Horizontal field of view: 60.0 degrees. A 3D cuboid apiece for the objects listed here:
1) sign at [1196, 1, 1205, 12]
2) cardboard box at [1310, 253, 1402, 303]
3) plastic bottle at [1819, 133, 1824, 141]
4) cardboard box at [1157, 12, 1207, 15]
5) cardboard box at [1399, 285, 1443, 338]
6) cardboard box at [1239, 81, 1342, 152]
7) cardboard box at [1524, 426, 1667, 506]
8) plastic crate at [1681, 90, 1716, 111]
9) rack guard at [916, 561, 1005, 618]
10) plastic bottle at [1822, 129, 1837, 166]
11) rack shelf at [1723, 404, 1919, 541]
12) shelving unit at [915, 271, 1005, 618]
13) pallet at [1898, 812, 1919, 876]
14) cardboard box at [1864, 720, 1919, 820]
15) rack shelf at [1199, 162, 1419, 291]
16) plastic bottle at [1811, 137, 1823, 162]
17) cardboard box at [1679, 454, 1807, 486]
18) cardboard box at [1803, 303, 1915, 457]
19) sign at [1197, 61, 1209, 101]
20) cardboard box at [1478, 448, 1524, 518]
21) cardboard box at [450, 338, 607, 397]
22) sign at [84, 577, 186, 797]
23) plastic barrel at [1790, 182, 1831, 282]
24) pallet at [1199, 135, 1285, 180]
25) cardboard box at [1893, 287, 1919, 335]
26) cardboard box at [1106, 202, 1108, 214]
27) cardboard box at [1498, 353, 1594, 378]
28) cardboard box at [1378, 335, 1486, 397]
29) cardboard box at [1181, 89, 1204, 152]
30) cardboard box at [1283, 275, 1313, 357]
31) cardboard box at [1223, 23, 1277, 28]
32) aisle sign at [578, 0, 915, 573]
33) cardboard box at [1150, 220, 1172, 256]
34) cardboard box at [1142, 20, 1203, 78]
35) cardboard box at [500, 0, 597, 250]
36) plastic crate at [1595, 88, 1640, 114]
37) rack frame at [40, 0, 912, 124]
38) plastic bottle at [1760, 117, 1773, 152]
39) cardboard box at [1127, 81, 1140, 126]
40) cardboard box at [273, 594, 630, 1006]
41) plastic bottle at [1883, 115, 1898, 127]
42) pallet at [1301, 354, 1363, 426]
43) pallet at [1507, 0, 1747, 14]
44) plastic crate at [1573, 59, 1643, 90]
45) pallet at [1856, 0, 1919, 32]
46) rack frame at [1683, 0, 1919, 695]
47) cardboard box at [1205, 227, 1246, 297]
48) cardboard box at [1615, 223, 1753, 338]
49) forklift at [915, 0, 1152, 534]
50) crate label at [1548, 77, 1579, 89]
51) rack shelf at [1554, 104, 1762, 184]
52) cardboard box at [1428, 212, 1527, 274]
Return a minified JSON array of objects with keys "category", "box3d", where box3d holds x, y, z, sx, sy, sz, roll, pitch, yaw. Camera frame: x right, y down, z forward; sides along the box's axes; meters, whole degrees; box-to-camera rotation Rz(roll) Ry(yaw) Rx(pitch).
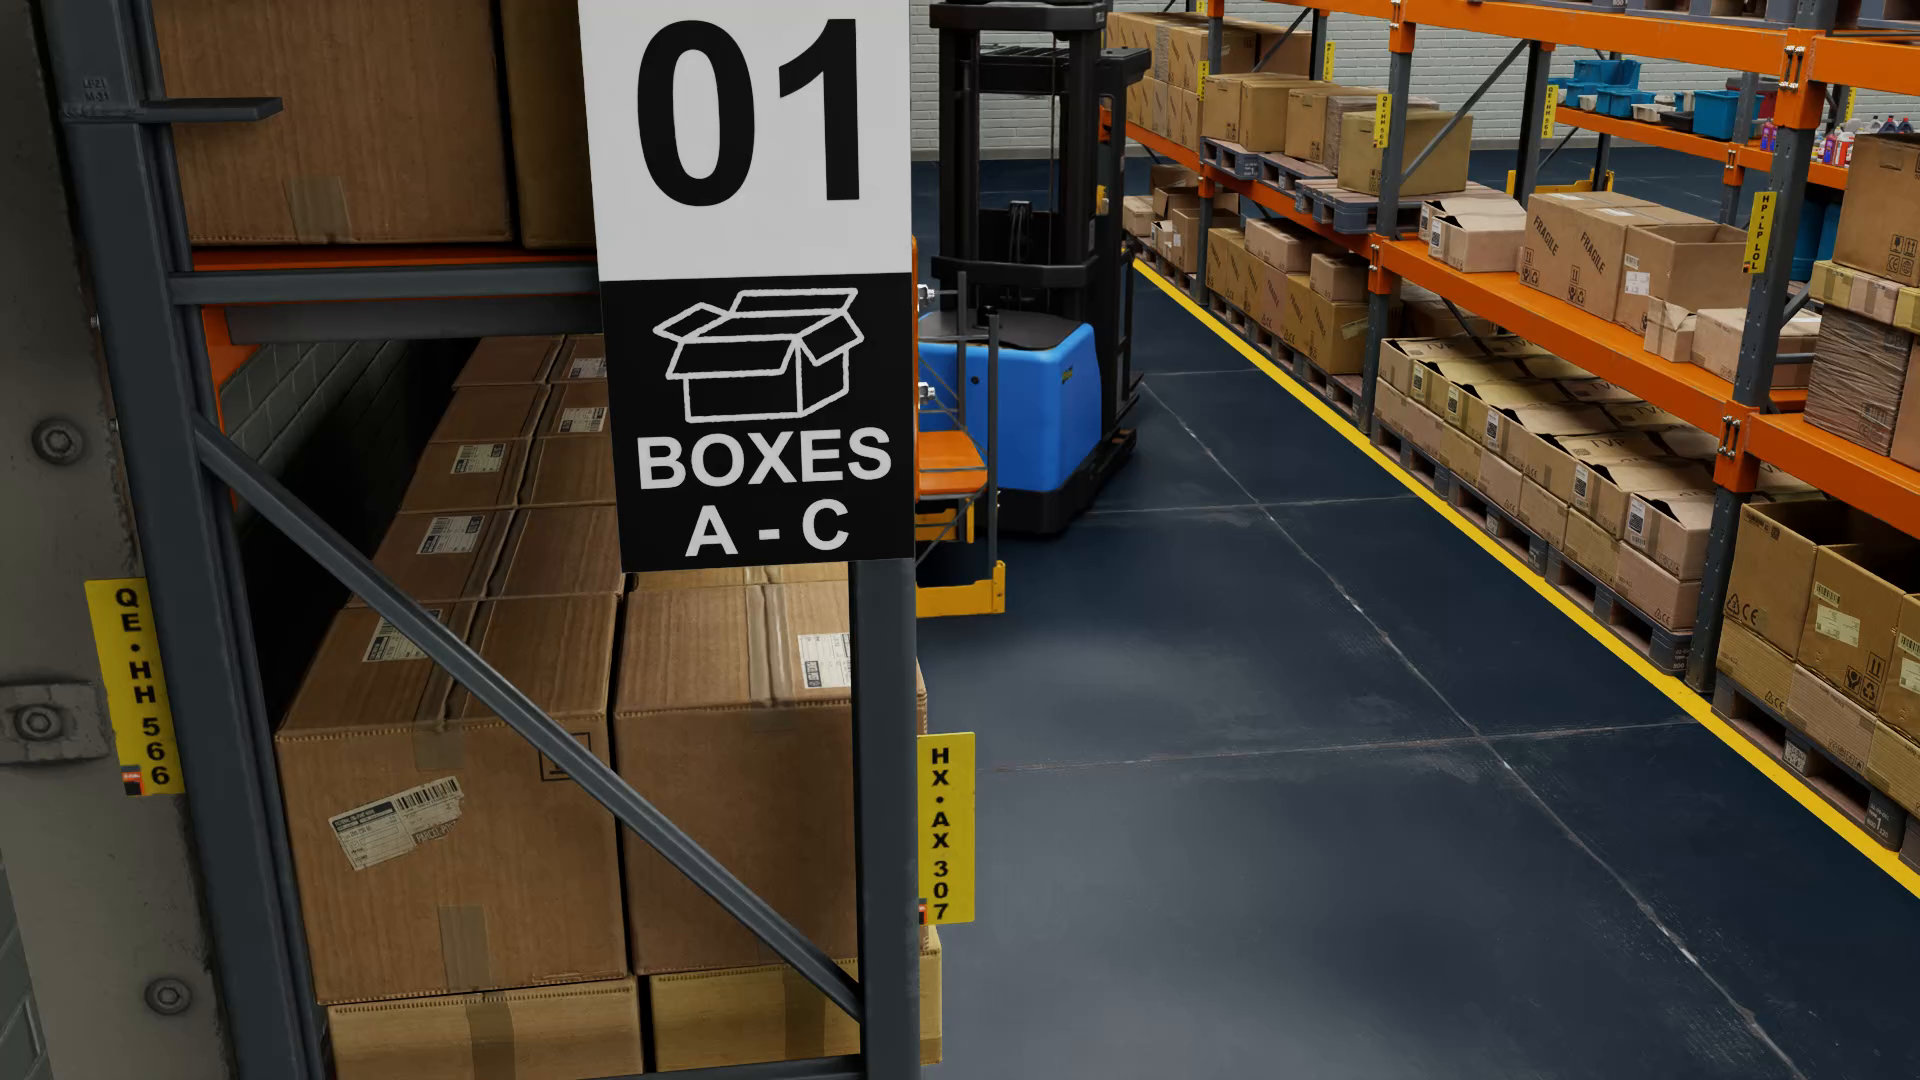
[{"category":"sign","box3d":[2.583,-5.629,17.895,0.100,0.325,0.005,-3,21,-8]},{"category":"cardboard box","box3d":[2.804,-1.866,11.796,0.500,0.250,0.500,-2,21,-6]},{"category":"plastic bottle","box3d":[7.373,-3.395,14.303,0.097,0.201,0.097,0,20,0]},{"category":"cardboard box","box3d":[2.367,-5.293,17.528,0.500,0.500,0.500,-3,21,-8]},{"category":"cardboard box","box3d":[3.320,-1.536,11.986,0.500,0.500,0.500,-4,21,-10]},{"category":"cardboard box","box3d":[2.616,-3.366,13.199,0.700,0.500,0.500,0,20,1]},{"category":"cardboard box","box3d":[3.268,-0.413,8.563,0.500,0.311,0.500,-3,21,-8]},{"category":"plastic crate","box3d":[7.472,-4.292,16.504,0.437,0.282,0.530,-3,21,-8]},{"category":"rack guard","box3d":[-0.073,0.248,8.195,0.587,0.250,0.087,-3,21,-8]},{"category":"plastic bottle","box3d":[7.268,-3.271,13.853,0.061,0.283,0.133,-3,21,-8]},{"category":"rack shelf","box3d":[4.049,0.266,5.244,1.077,0.370,4.000,-3,21,-8]},{"category":"shelving unit","box3d":[-0.145,-0.510,8.438,0.587,1.500,1.083,-3,21,-8]},{"category":"pallet","box3d":[4.013,1.244,5.584,1.003,0.211,1.213,-3,21,-8]},{"category":"cardboard box","box3d":[3.661,0.851,5.980,0.500,0.250,0.500,-3,21,-8]},{"category":"rack shelf","box3d":[2.896,-2.503,12.660,1.077,0.370,4.000,-3,21,-8]},{"category":"plastic bottle","box3d":[7.256,-3.307,14.067,0.097,0.201,0.097,0,20,0]},{"category":"cardboard box","box3d":[3.880,-0.264,8.163,0.500,0.311,0.500,-3,21,-8]},{"category":"cardboard box","box3d":[3.831,-0.657,6.544,0.700,0.500,0.500,-3,21,-9]},{"category":"sign","box3d":[2.071,-3.908,14.156,0.100,0.325,0.005,-3,21,-8]},{"category":"cardboard box","box3d":[3.197,-0.329,9.140,0.500,0.250,0.500,-2,21,-7]},{"category":"cardboard box","box3d":[-1.143,-0.277,4.785,0.500,0.500,0.500,-2,21,-6]},{"category":"sign","box3d":[-1.116,0.204,2.277,0.100,0.325,0.005,-3,21,-8]},{"category":"plastic barrel","box3d":[7.571,-2.806,14.841,0.600,0.901,0.708,-3,21,-8]},{"category":"pallet","box3d":[2.614,-3.161,13.666,1.003,0.211,1.213,-3,21,-8]},{"category":"cardboard box","box3d":[3.683,-0.835,6.094,0.380,0.149,0.250,-3,21,-9]},{"category":"cardboard box","box3d":[1.787,-3.548,17.849,0.380,0.166,0.250,-3,21,-8]},{"category":"cardboard box","box3d":[3.584,-0.971,10.056,0.500,0.311,0.500,-3,21,-9]},{"category":"cardboard box","box3d":[2.969,-1.123,10.464,0.500,0.311,0.500,-2,21,-6]},{"category":"cardboard box","box3d":[2.281,-3.740,14.799,0.500,0.500,0.500,-3,21,-7]},{"category":"cardboard box","box3d":[2.742,-1.674,12.356,0.500,0.500,0.500,-4,21,-10]},{"category":"cardboard box","box3d":[2.669,-4.582,15.625,0.500,0.500,0.500,-4,21,-9]},{"category":"aisle sign","box3d":[-0.257,-0.335,2.111,0.394,0.787,0.004,-3,21,-8]},{"category":"cardboard box","box3d":[2.136,-2.922,15.967,0.500,0.311,0.500,-3,21,-8]},{"category":"cardboard box","box3d":[2.058,-4.736,16.038,0.500,0.500,0.500,-3,21,-8]},{"category":"cardboard box","box3d":[-0.365,-0.717,2.390,0.500,0.500,0.500,-2,21,-6]},{"category":"plastic crate","box3d":[6.832,-4.558,17.287,0.416,0.233,0.300,-3,21,-8]},{"category":"rack frame","box3d":[-0.564,-1.937,1.542,1.000,3.000,0.127,-3,21,-8]},{"category":"plastic bottle","box3d":[7.140,-3.578,14.676,0.061,0.283,0.133,-3,21,-8]},{"category":"cardboard box","box3d":[1.983,-4.445,16.688,0.500,0.500,0.500,-3,21,-8]},{"category":"cardboard box","box3d":[-0.843,0.430,2.891,0.500,0.500,0.500,-3,21,-8]},{"category":"plastic bottle","box3d":[7.966,-3.457,14.254,0.144,0.351,0.185,-3,21,-8]},{"category":"pallet","box3d":[3.114,-1.102,11.865,1.003,0.211,1.213,-3,21,-8]},{"category":"pallet","box3d":[3.534,-2.847,8.535,1.003,0.211,1.213,-2,21,-5]},{"category":"plastic crate","box3d":[7.166,-5.105,18.460,0.616,0.435,0.499,-3,21,-8]},{"category":"pallet","box3d":[3.909,-1.833,5.676,1.003,0.211,1.213,-3,21,-8]},{"category":"rack frame","box3d":[3.760,-0.763,6.972,1.000,3.000,0.127,-3,21,-8]},{"category":"cardboard box","box3d":[2.436,-2.388,14.267,0.500,0.500,0.500,-4,21,-10]},{"category":"cardboard box","box3d":[3.590,-1.259,8.157,0.500,0.500,0.500,-1,21,-4]},{"category":"forklift","box3d":[0.499,-1.890,10.088,1.130,2.935,3.031,7,21,17]},{"category":"crate label","box3d":[6.643,-5.014,18.507,0.416,0.233,0.303,-3,21,-8]},{"category":"rack shelf","box3d":[7.221,-4.137,17.033,1.077,0.370,4.000,-3,21,-8]},{"category":"cardboard box","box3d":[3.121,-1.787,9.840,0.500,0.311,0.500,-3,21,-8]}]
